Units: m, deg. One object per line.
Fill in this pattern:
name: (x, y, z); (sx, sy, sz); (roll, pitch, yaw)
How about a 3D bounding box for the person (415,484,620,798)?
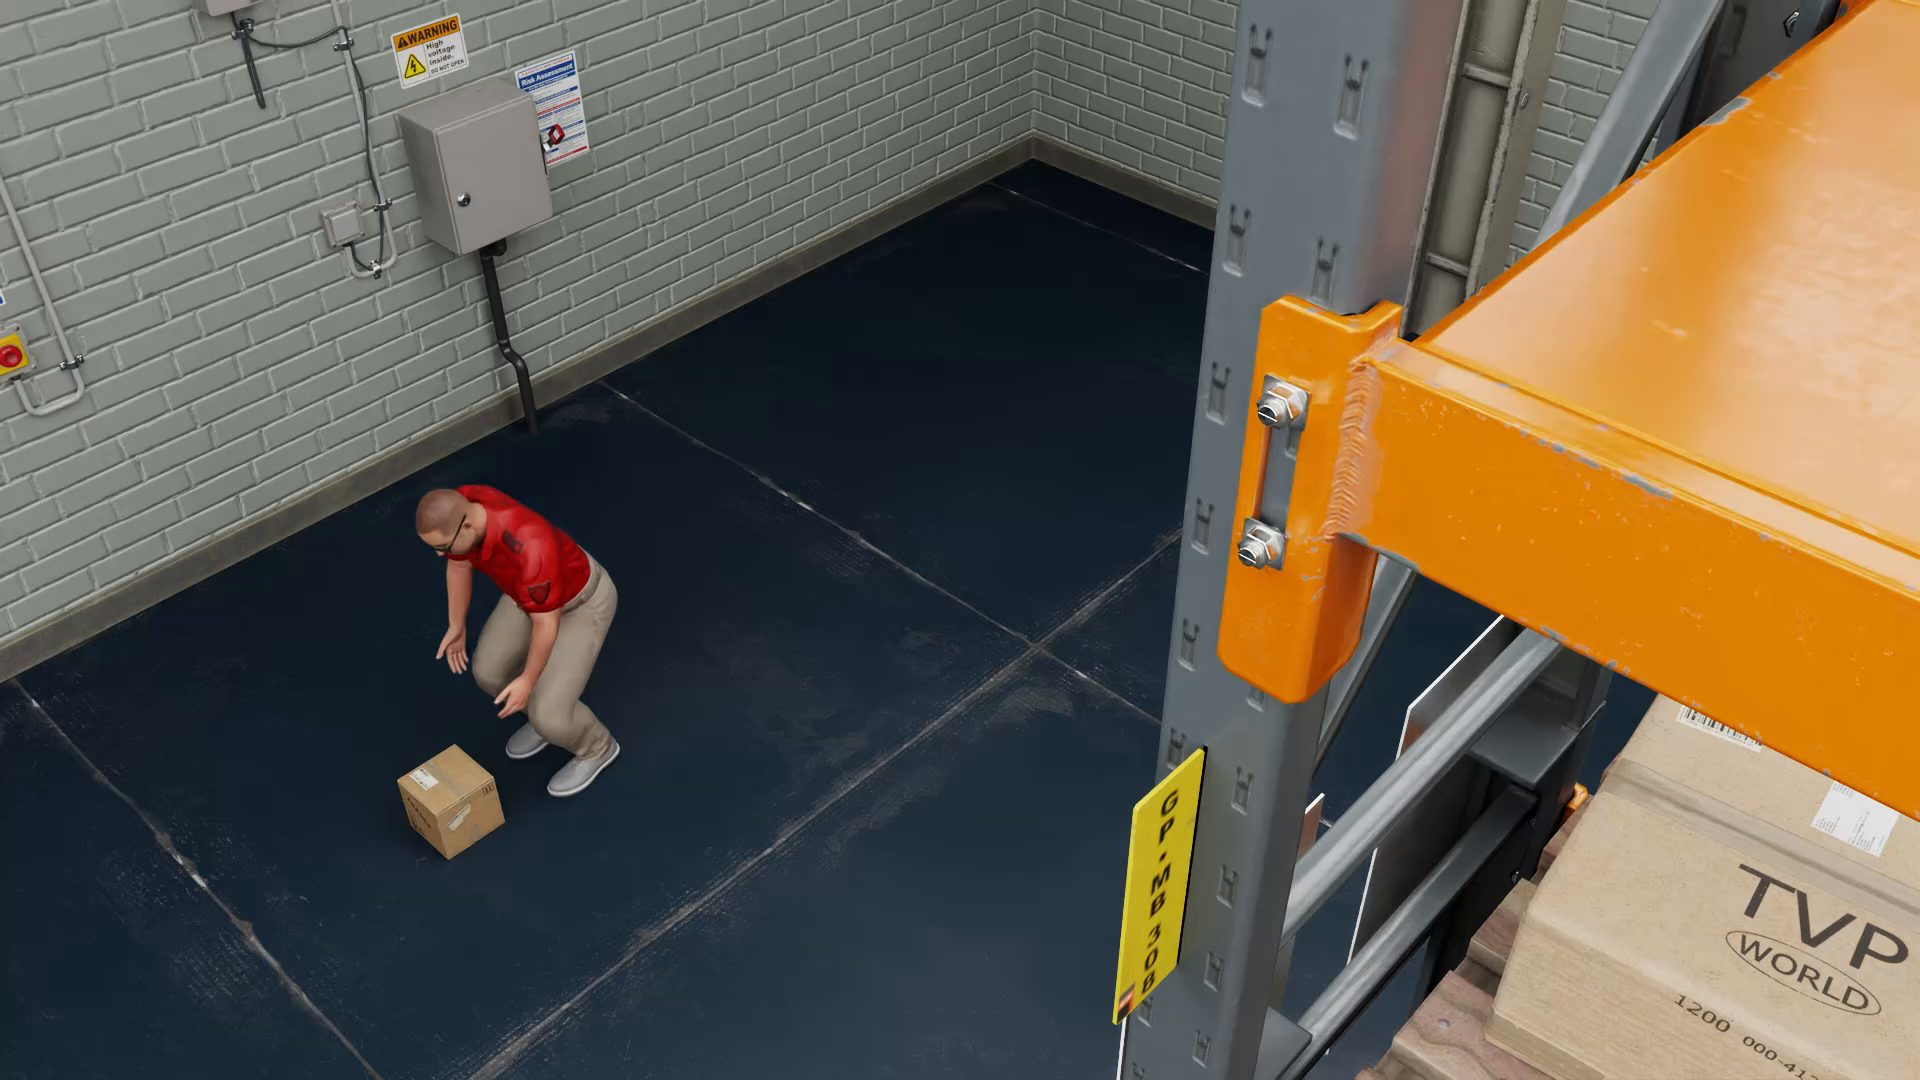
person: (-1.545, 0.305, 6.009); (0.588, 1.467, 0.666); (30, 48, 32)
